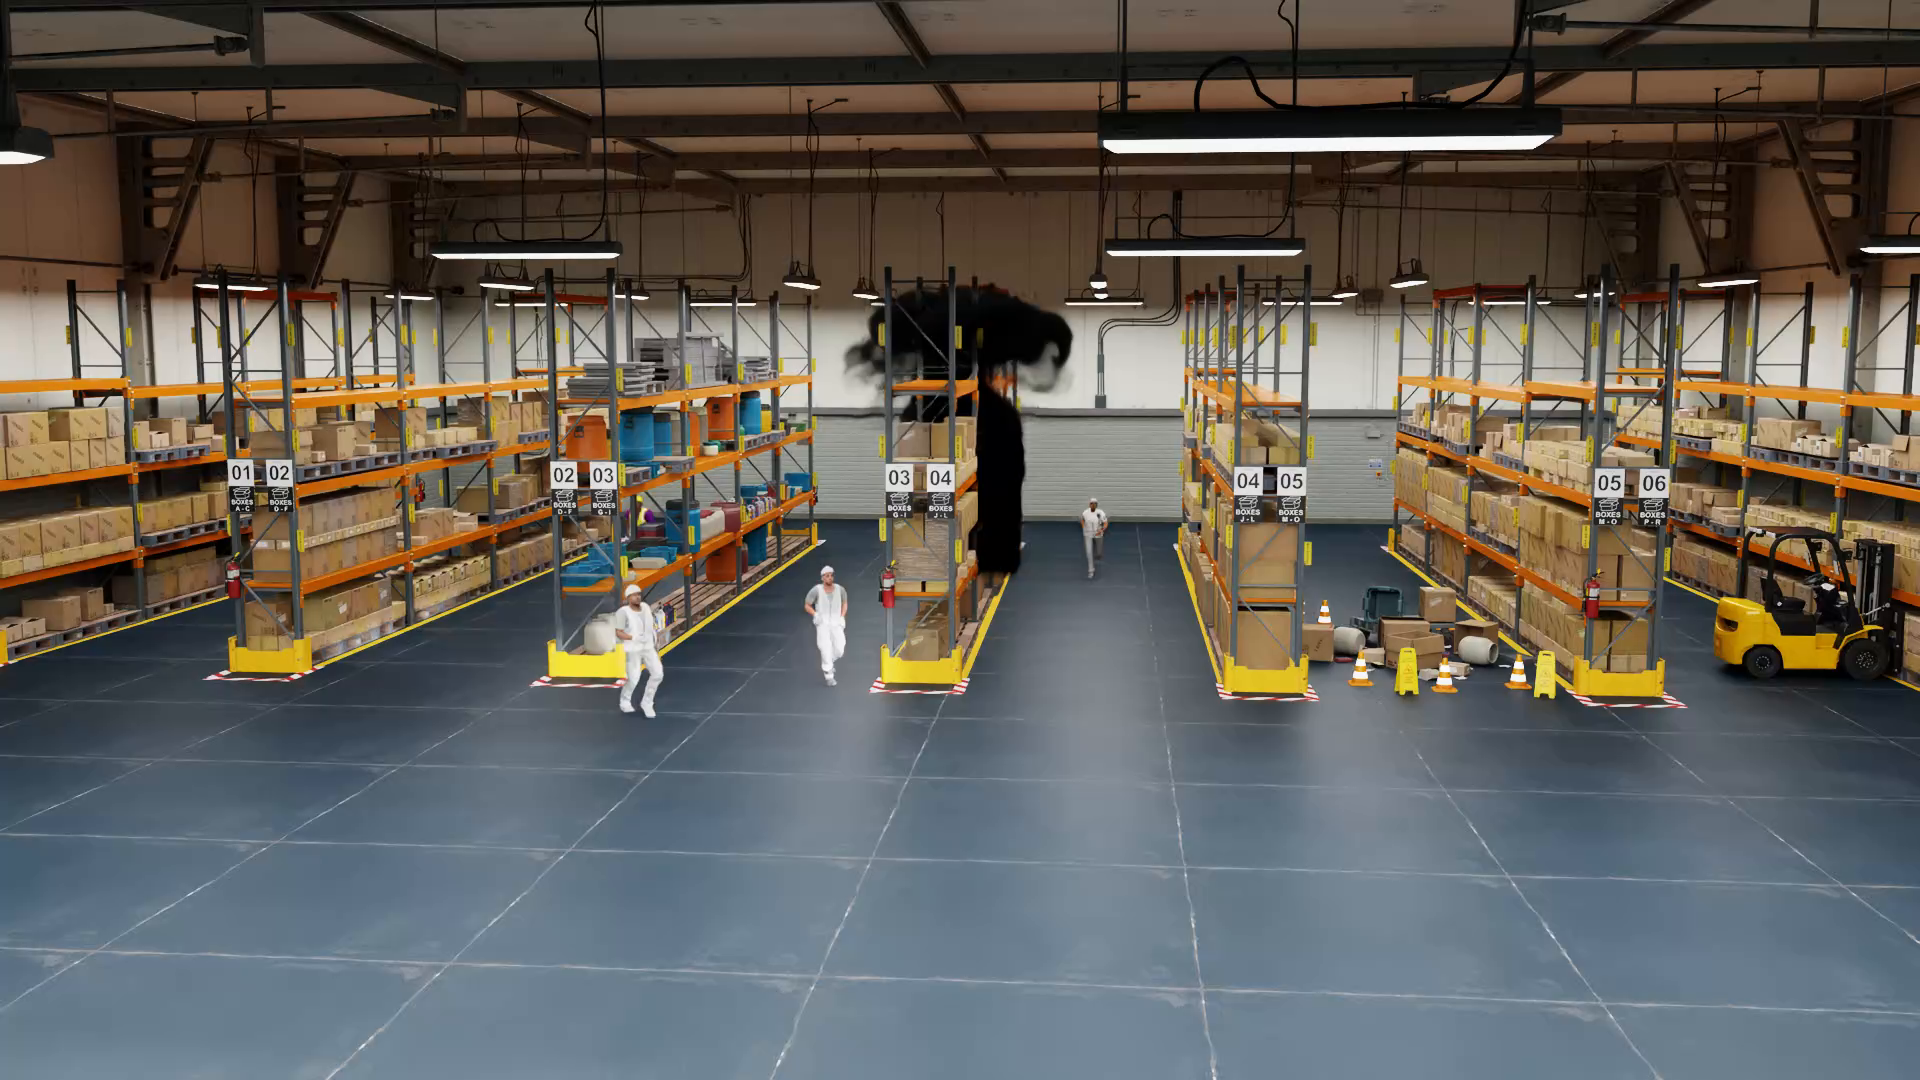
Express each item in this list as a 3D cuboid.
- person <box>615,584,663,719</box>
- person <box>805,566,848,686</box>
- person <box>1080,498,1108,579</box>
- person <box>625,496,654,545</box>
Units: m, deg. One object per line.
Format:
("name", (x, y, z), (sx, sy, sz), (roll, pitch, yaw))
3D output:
("person", (-4.238, 1.476, 21.990), (0.689, 1.795, 0.724), (-6, 9, -42))
("person", (-1.904, 1.227, 24.009), (0.660, 1.721, 0.614), (-2, 7, -19))
("person", (2.836, -0.053, 35.158), (0.580, 1.668, 1.025), (0, 7, 2))
("person", (-6.663, -0.050, 34.507), (0.681, 1.763, 0.749), (0, 7, 3))
